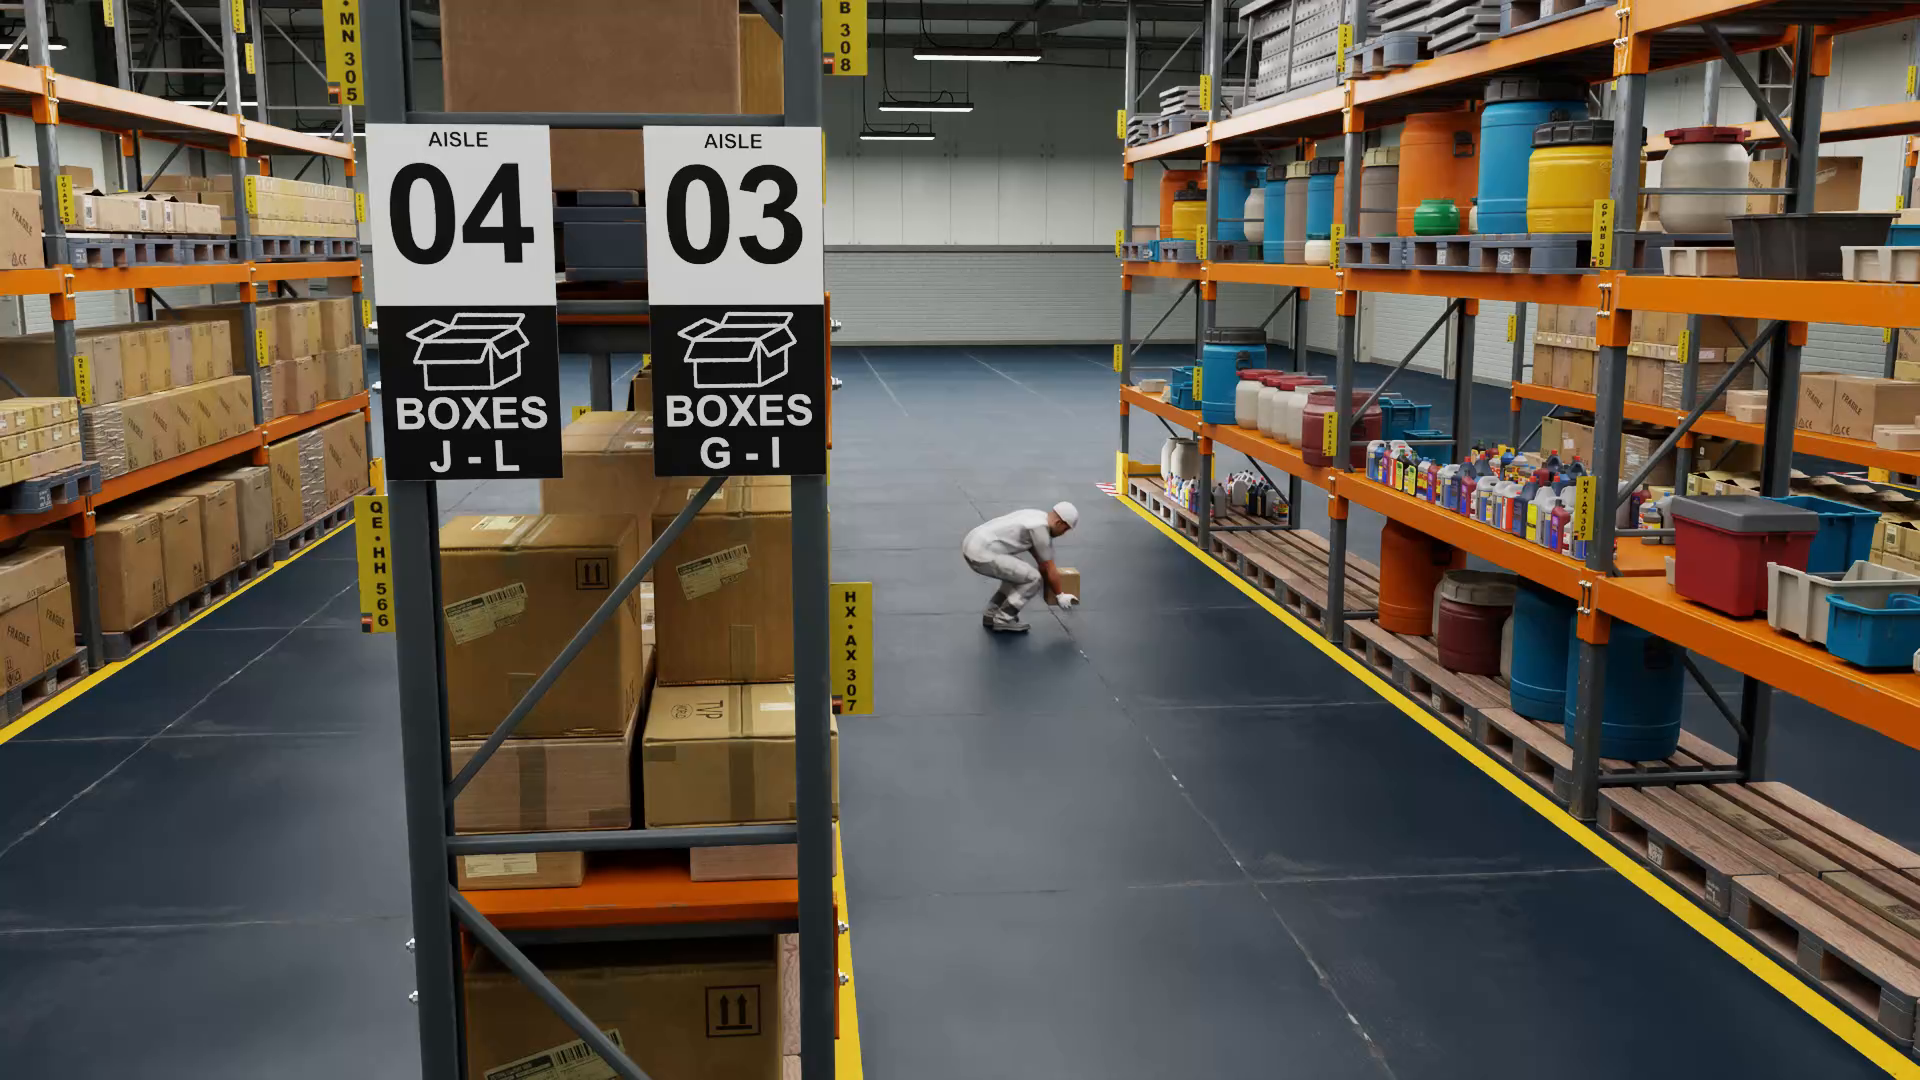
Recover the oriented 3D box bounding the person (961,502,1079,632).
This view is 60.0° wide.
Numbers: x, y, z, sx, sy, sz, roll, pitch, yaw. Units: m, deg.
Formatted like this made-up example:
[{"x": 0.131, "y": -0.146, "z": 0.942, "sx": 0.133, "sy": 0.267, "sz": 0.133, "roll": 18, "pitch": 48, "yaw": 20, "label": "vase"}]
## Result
[{"x": 0.472, "y": 0.205, "z": 13.002, "sx": 0.921, "sy": 0.988, "sz": 0.524, "roll": -1, "pitch": 10, "yaw": -8, "label": "person"}]
